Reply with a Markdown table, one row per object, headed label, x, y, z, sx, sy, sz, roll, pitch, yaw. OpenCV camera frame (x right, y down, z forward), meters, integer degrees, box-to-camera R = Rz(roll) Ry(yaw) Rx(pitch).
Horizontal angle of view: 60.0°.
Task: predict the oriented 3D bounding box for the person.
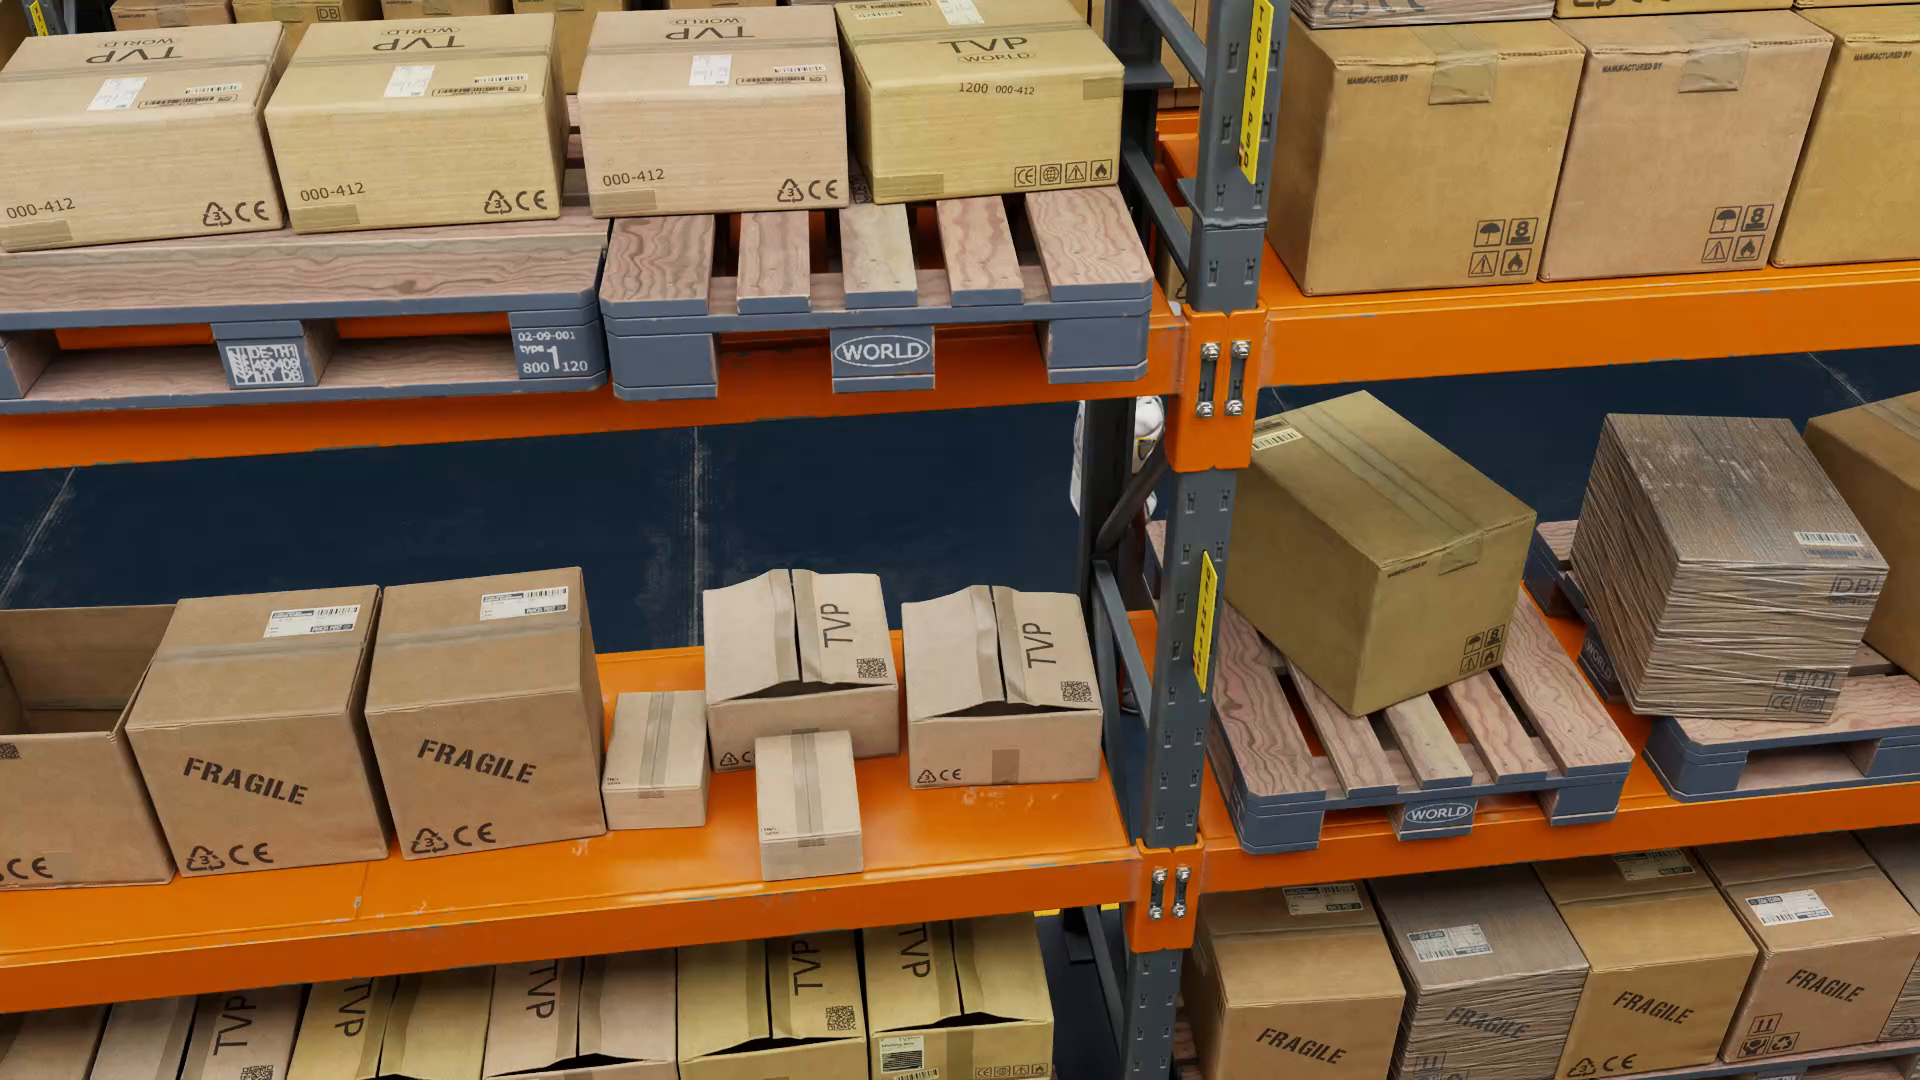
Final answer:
| label | x | y | z | sx | sy | sz | roll | pitch | yaw |
| --- | --- | --- | --- | --- | --- | --- | --- | --- | --- |
| person | 0.629 | -0.121 | 6.313 | 0.391 | 1.664 | 0.530 | -6 | 35 | -8 |
